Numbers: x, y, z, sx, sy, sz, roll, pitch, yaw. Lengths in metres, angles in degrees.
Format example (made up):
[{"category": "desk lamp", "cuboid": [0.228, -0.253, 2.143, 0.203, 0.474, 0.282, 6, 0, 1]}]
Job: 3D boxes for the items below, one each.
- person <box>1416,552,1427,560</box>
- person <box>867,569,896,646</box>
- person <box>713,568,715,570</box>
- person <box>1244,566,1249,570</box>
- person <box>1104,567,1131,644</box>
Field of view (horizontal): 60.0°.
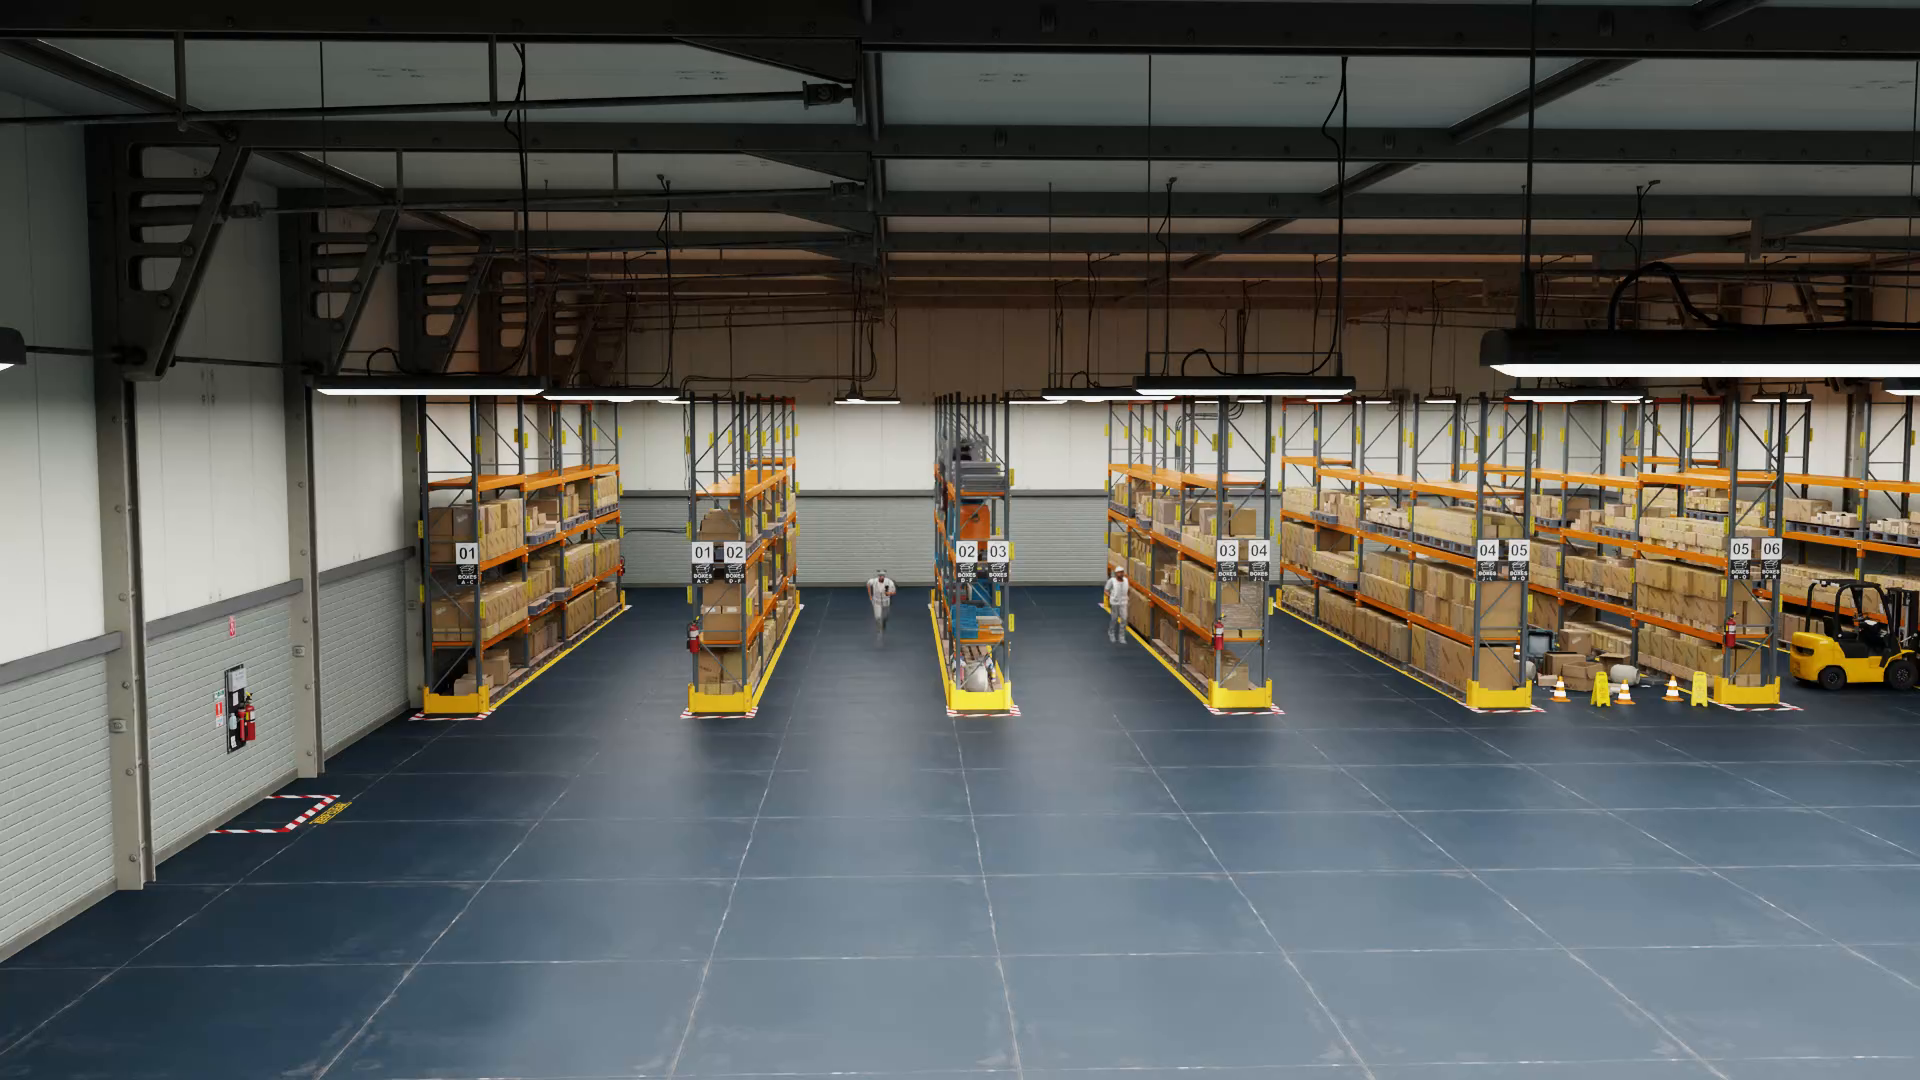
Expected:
[{"category": "person", "cuboid": [13.912, 0.822, 50.564, 0.587, 1.722, 0.703, -2, 5, -22]}, {"category": "person", "cuboid": [-1.849, 1.549, 39.180, 0.654, 1.794, 0.978, -1, 5, -9]}, {"category": "person", "cuboid": [-6.566, 1.326, 44.588, 0.600, 1.667, 0.820, 0, 5, -5]}, {"category": "person", "cuboid": [7.970, 1.203, 45.032, 0.674, 1.788, 0.906, 0, 5, 6]}, {"category": "person", "cuboid": [3.668, 1.509, 38.514, 0.683, 1.799, 0.837, -1, 5, -13]}]
